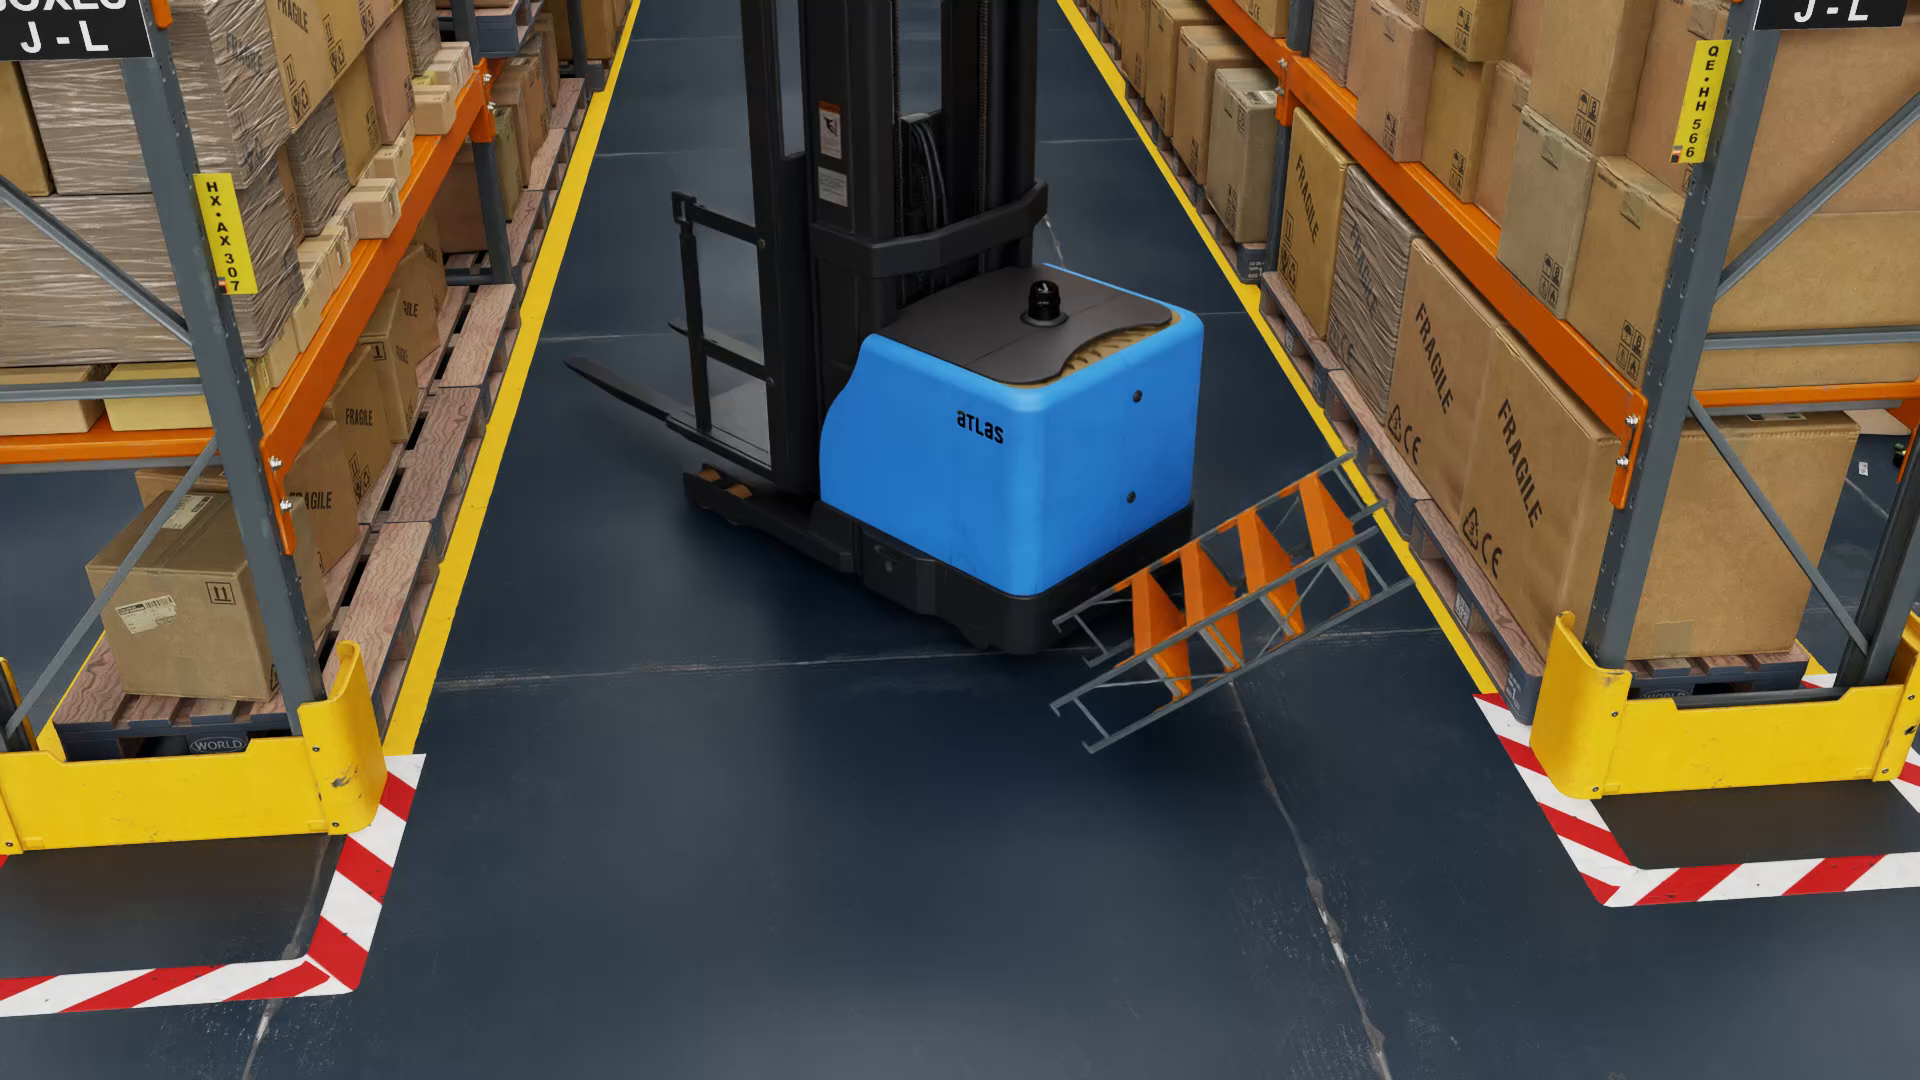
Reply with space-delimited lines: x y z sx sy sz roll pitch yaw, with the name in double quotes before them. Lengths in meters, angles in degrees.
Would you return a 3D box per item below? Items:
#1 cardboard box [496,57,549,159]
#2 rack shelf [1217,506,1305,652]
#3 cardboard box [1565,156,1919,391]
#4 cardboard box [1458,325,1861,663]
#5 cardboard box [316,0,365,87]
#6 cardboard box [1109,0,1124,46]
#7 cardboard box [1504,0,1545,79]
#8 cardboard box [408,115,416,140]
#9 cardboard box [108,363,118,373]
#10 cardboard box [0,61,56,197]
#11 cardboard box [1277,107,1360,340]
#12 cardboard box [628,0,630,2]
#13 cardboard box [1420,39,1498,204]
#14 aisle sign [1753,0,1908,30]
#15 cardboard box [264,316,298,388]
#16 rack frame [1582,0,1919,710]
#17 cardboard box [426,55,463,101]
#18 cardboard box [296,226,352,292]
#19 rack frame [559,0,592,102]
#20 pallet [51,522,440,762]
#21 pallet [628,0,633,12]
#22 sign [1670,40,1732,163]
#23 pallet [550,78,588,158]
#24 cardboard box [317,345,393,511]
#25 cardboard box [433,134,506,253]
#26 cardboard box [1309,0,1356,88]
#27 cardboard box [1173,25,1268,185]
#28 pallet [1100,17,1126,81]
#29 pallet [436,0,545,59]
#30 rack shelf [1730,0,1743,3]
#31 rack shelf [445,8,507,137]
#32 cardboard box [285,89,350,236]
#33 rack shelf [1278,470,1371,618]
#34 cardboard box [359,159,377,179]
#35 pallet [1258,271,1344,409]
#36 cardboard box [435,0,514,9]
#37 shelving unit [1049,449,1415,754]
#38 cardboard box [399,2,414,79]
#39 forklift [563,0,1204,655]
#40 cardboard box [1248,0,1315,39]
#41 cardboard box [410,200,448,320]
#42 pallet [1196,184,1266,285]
"cardboard box" -2.983 -2.679 10.319 0.700 0.500 0.500 0 31 0
"rack shelf" 0.985 0.131 5.425 0.148 0.258 0.480 -31 24 21
"cardboard box" 2.425 -0.830 5.068 0.875 0.550 0.550 -3 31 -5
"cardboard box" 2.376 -0.189 5.804 0.875 0.875 0.875 -3 31 -4
"cardboard box" -2.311 -1.797 5.470 0.500 0.500 0.500 -3 31 -5
"cardboard box" 1.436 -4.093 12.705 0.500 0.500 0.500 -3 31 -5
"cardboard box" 2.448 -1.866 5.750 0.875 0.550 0.550 -3 31 -5
"cardboard box" -2.500 -1.716 6.942 0.380 0.149 0.250 -3 31 -5
"cardboard box" -2.698 -0.547 4.986 0.380 0.149 0.250 -3 31 -5
"cardboard box" -2.740 -1.261 4.573 0.500 0.500 0.500 -3 31 -5
"cardboard box" 2.120 -1.564 8.106 0.875 0.875 0.875 -2 31 -4
"cardboard box" -3.400 -5.005 13.866 1.225 0.875 0.875 -4 31 -6
"cardboard box" 2.334 -1.670 6.474 0.875 0.550 0.500 -3 31 -5
"aisle sign" 2.213 -1.644 4.041 0.394 0.787 0.004 -3 31 -5
"cardboard box" -2.236 -0.570 5.024 0.380 0.149 0.250 -3 31 -5
"rack frame" 2.505 -0.578 4.793 1.000 3.000 0.127 -3 31 -5
"cardboard box" -2.490 -2.103 7.590 0.380 0.149 0.250 -3 31 -5
"cardboard box" -2.305 -0.953 5.665 0.380 0.149 0.250 -3 31 -5
"rack frame" -3.190 -4.476 11.319 1.000 3.000 0.127 -3 31 -5
"pallet" -2.491 0.350 5.958 1.003 0.211 1.213 -3 31 -5
"pallet" -3.417 -4.931 14.800 1.003 0.211 1.213 -3 31 -5
"sign" 1.963 -1.158 4.403 0.100 0.325 0.005 -3 31 -5
"pallet" -3.119 -2.880 11.366 1.003 0.211 1.213 -3 31 -5
"cardboard box" -2.614 -0.443 6.594 0.500 0.500 0.500 0 31 0
"cardboard box" -2.853 -1.864 8.955 0.700 0.500 0.500 -5 31 -8
"cardboard box" 2.177 -2.497 7.859 0.875 0.550 0.550 -3 31 -5
"cardboard box" 1.897 -2.640 10.029 1.050 0.750 0.750 -3 31 -5
"pallet" 1.686 -3.864 13.014 1.003 0.211 1.213 -3 31 -5
"pallet" -2.743 -2.749 8.614 1.003 0.211 1.213 -3 31 -5
"rack shelf" 2.318 -2.578 5.917 1.077 0.370 4.000 -3 31 -5
"rack shelf" -3.003 -3.146 9.794 1.077 0.370 4.000 -3 31 -5
"cardboard box" -2.637 -1.352 5.700 0.875 0.500 0.500 -3 31 -5
"rack shelf" 1.174 0.017 5.341 0.148 0.258 0.480 -31 24 21
"cardboard box" -2.431 -1.333 6.301 0.380 0.149 0.250 -3 31 -5
"pallet" 2.124 -1.031 8.270 1.003 0.211 1.213 -3 31 -5
"cardboard box" -2.751 -3.284 8.329 1.000 1.000 1.000 -3 31 -4
"shelving unit" 0.859 0.207 5.480 1.200 0.258 0.503 -31 24 21
"cardboard box" -2.824 -2.115 6.978 0.875 0.500 0.500 -3 31 -5
"forklift" -0.513 -1.493 6.391 3.031 2.935 1.130 26 39 36
"cardboard box" 1.816 -2.917 8.611 0.500 0.500 0.500 -3 31 -5
"cardboard box" -2.819 -1.335 8.088 0.500 0.500 0.500 -4 31 -6
"pallet" 1.984 -1.813 9.580 1.003 0.211 1.213 -3 31 -5
